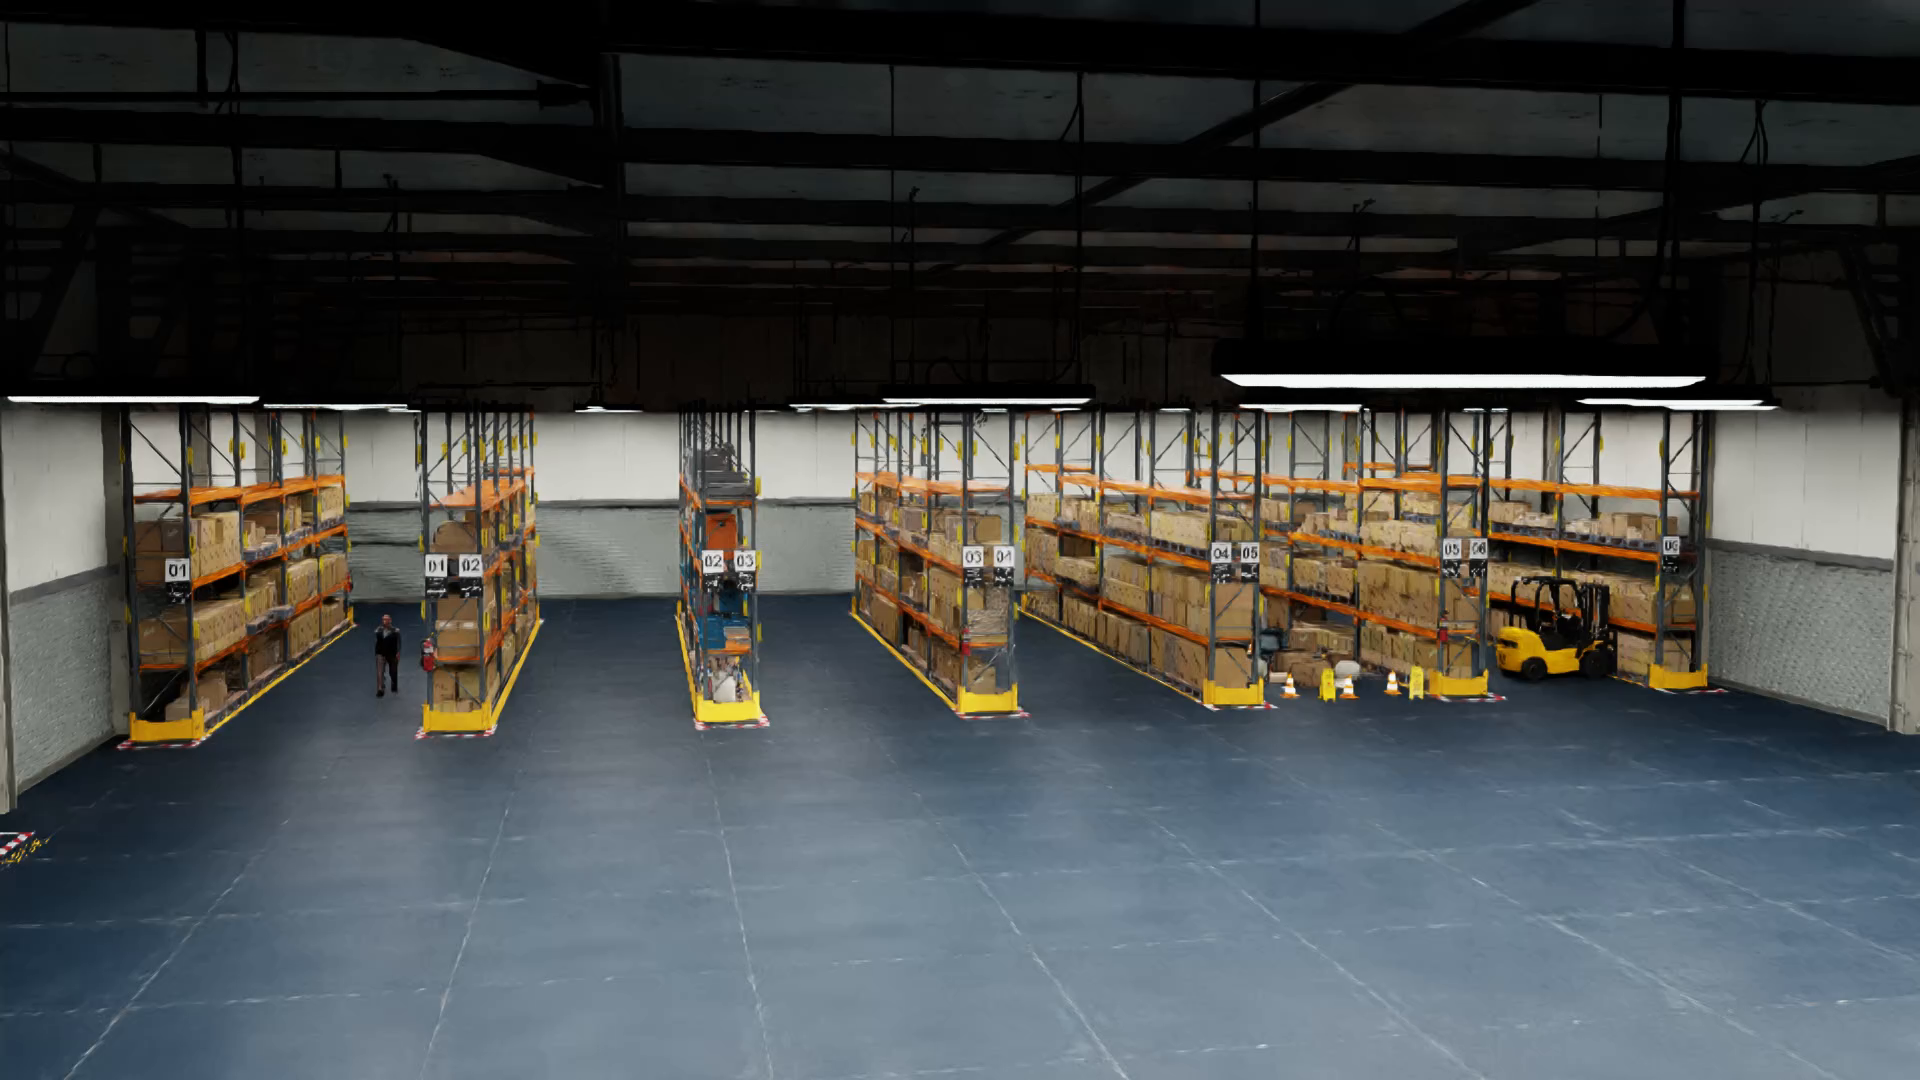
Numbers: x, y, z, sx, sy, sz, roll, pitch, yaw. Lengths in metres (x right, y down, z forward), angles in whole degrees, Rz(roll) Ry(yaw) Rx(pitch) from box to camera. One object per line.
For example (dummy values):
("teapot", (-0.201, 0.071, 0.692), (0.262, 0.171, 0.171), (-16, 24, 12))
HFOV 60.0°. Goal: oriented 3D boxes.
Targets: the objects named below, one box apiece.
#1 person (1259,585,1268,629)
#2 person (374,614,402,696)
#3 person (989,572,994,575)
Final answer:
("person", (7.094, 1.904, 39.356), (0.565, 1.668, 0.561), (1, 5, 17))
("person", (-11.688, 2.328, 33.980), (0.543, 1.644, 1.119), (-1, 4, -13))
("person", (0.854, 1.262, 48.528), (0.639, 1.620, 0.512), (-1, 4, -11))
